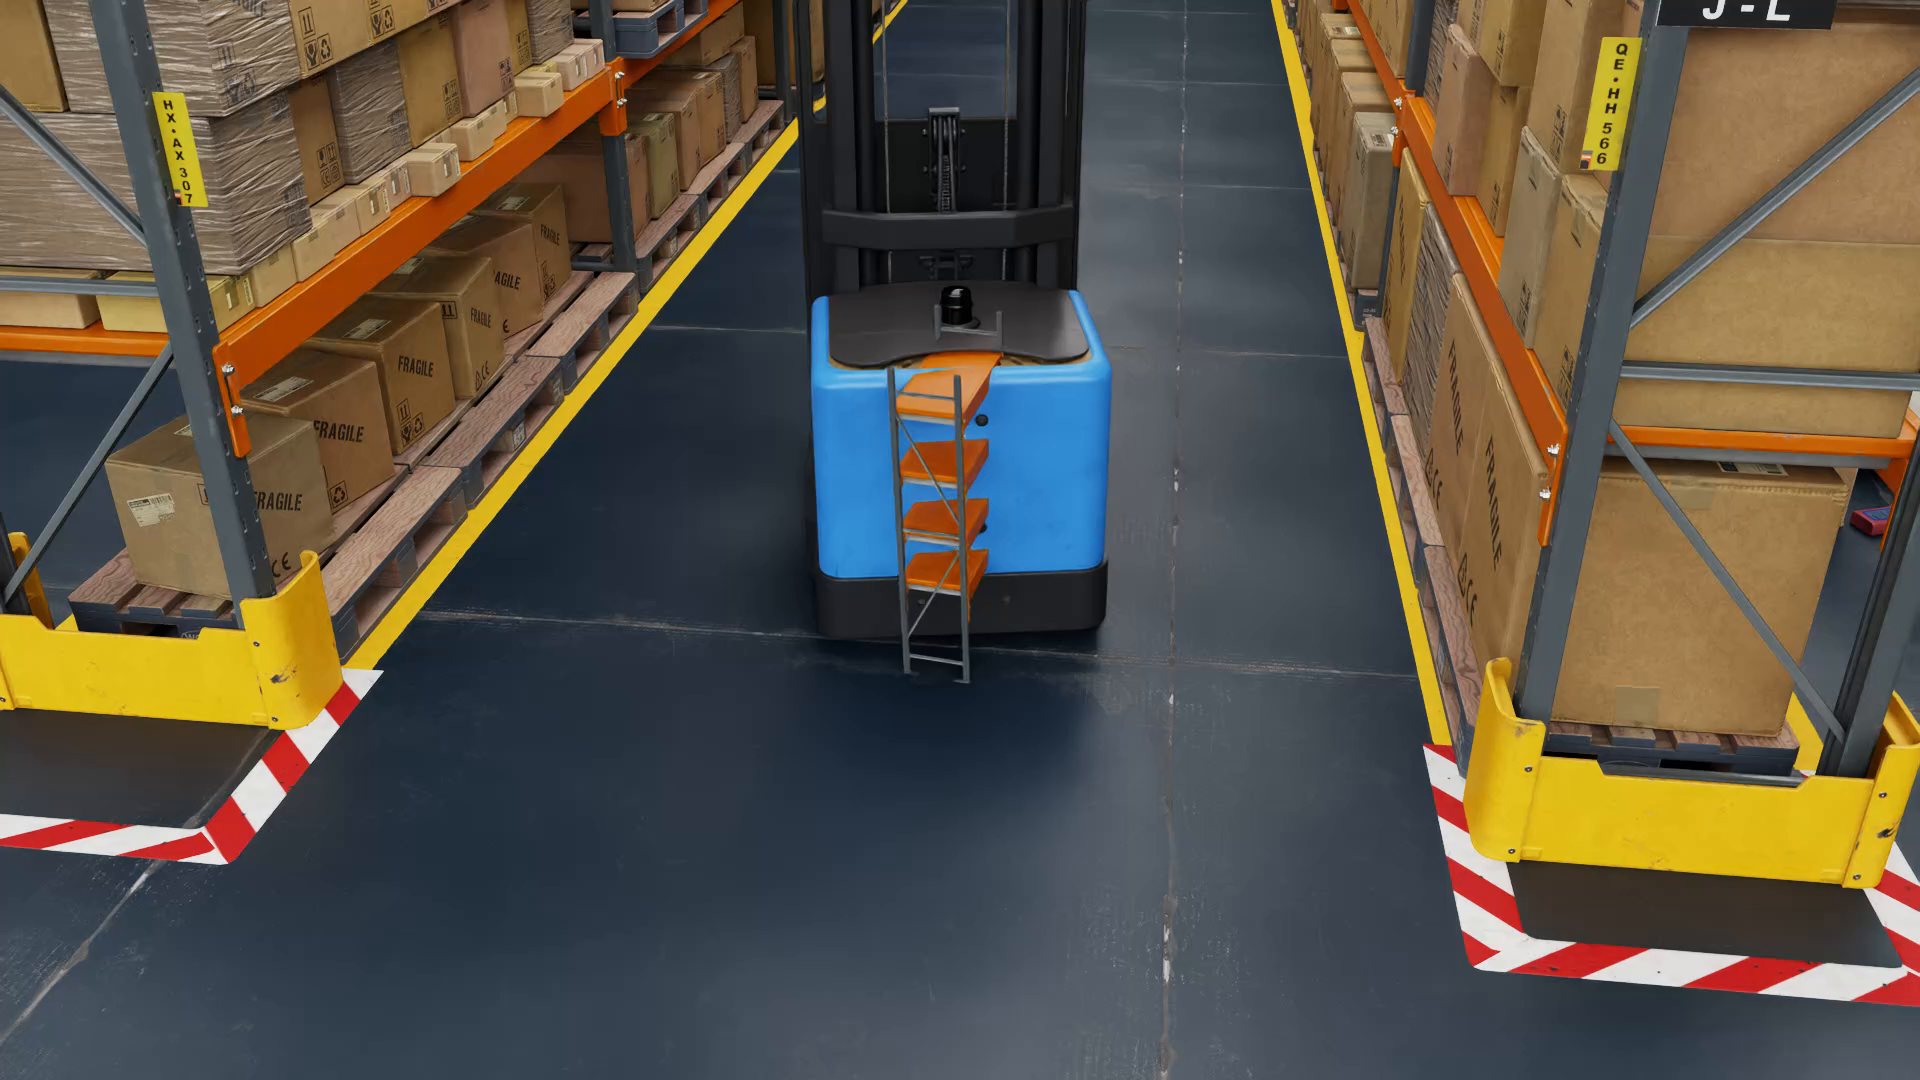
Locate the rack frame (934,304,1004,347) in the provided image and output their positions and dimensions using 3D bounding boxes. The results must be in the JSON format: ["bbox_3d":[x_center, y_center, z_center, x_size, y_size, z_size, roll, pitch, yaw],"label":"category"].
[{"bbox_3d":[0.045,-0.273,5.924,0.240,1.200,0.015,8,34,15],"label":"rack frame"}]

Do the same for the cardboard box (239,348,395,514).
[{"bbox_3d":[-2.629,-0.421,6.561,0.500,0.500,0.500,11,30,19],"label":"cardboard box"}]

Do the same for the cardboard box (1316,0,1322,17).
[{"bbox_3d":[3.004,-4.180,12.749,0.500,0.250,0.500,4,29,7],"label":"cardboard box"}]

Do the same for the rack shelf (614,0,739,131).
[{"bbox_3d":[-2.026,-3.268,10.411,1.077,0.370,4.000,3,28,6],"label":"rack shelf"}]

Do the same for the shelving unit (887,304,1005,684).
[{"bbox_3d":[-0.026,-0.146,5.727,0.258,1.200,0.503,8,34,15],"label":"shelving unit"}]

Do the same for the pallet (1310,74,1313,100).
[{"bbox_3d":[3.227,-3.330,12.709,1.003,0.211,1.213,3,28,6],"label":"pallet"}]

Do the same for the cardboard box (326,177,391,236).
[{"bbox_3d":[-2.347,-1.239,6.153,0.380,0.149,0.250,3,28,6],"label":"cardboard box"}]

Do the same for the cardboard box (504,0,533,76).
[{"bbox_3d":[-2.484,-2.376,7.579,0.875,0.500,0.500,3,28,6],"label":"cardboard box"}]

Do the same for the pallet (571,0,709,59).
[{"bbox_3d":[-2.033,-2.910,9.191,1.003,0.211,1.213,3,28,6],"label":"pallet"}]

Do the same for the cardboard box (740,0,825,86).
[{"bbox_3d":[-1.676,-4.099,12.993,1.225,0.875,0.875,2,28,4],"label":"cardboard box"}]

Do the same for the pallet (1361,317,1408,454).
[{"bbox_3d":[2.469,-0.726,7.875,1.003,0.211,1.213,3,28,6],"label":"pallet"}]

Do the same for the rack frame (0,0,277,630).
[{"bbox_3d":[-2.761,-0.760,4.998,1.000,3.000,0.127,3,28,6],"label":"rack frame"}]

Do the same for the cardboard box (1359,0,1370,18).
[{"bbox_3d":[2.622,-3.327,9.658,0.500,0.500,0.500,3,28,6],"label":"cardboard box"}]

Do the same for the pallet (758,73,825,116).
[{"bbox_3d":[-1.609,-3.665,13.330,1.003,0.211,1.213,3,28,6],"label":"pallet"}]

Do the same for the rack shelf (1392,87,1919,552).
[{"bbox_3d":[2.394,-1.049,6.293,1.077,0.370,4.000,3,28,6],"label":"rack shelf"}]

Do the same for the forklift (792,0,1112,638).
[{"bbox_3d":[-0.095,-1.605,6.639,1.130,2.935,3.031,-2,28,-4],"label":"forklift"}]

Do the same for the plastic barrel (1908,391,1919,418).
[{"bbox_3d":[4.023,-0.550,7.324,0.421,0.421,0.512,-24,36,-37],"label":"plastic barrel"}]

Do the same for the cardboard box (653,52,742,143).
[{"bbox_3d":[-1.898,-3.041,11.403,0.700,0.500,0.500,1,28,2],"label":"cardboard box"}]

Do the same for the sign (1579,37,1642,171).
[{"bbox_3d":[1.612,-1.076,4.115,0.100,0.325,0.005,3,28,6],"label":"sign"}]

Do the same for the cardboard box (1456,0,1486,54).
[{"bbox_3d":[2.405,-2.165,6.310,0.875,0.550,0.550,3,28,6],"label":"cardboard box"}]

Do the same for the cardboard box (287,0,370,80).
[{"bbox_3d":[-2.355,-1.853,5.554,0.500,0.500,0.500,3,28,6],"label":"cardboard box"}]

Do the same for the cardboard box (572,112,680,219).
[{"bbox_3d":[-2.097,-2.247,9.931,0.700,0.500,0.500,3,28,6],"label":"cardboard box"}]

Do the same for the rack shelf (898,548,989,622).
[{"bbox_3d":[-0.018,0.078,5.869,0.258,0.148,0.480,8,34,15],"label":"rack shelf"}]

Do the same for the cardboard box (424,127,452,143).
[{"bbox_3d":[-2.310,-1.596,6.814,0.380,0.149,0.250,3,28,6],"label":"cardboard box"}]

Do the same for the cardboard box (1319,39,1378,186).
[{"bbox_3d":[2.862,-2.691,10.512,1.050,0.750,0.750,4,29,7],"label":"cardboard box"}]

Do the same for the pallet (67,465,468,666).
[{"bbox_3d":[-2.617,0.051,6.432,1.003,0.211,1.213,3,28,6],"label":"pallet"}]

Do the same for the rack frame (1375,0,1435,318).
[{"bbox_3d":[2.639,-2.307,7.870,1.000,3.000,0.127,3,28,6],"label":"rack frame"}]

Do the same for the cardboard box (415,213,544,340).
[{"bbox_3d":[-2.422,-1.271,8.140,0.500,0.500,0.500,13,31,22],"label":"cardboard box"}]

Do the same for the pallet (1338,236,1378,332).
[{"bbox_3d":[2.659,-1.447,9.214,1.003,0.211,1.213,3,28,6],"label":"pallet"}]

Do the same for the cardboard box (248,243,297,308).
[{"bbox_3d":[-2.440,-0.886,5.498,0.380,0.149,0.250,3,28,6],"label":"cardboard box"}]

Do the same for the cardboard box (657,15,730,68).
[{"bbox_3d":[-1.888,-3.382,11.246,0.500,0.250,0.500,7,29,12],"label":"cardboard box"}]

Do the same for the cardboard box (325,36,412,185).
[{"bbox_3d":[-2.620,-1.668,6.264,0.875,0.500,0.500,3,28,6],"label":"cardboard box"}]

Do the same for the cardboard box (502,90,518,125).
[{"bbox_3d":[-2.217,-1.949,7.469,0.380,0.149,0.250,3,28,6],"label":"cardboard box"}]

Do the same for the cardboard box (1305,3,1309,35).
[{"bbox_3d":[3.152,-4.328,13.814,0.500,0.500,0.500,4,29,7],"label":"cardboard box"}]

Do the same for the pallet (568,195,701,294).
[{"bbox_3d":[-2.177,-1.782,9.835,1.003,0.211,1.213,3,28,6],"label":"pallet"}]

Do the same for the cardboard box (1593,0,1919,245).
[{"bbox_3d":[2.233,-1.138,4.403,0.875,0.550,0.550,3,28,6],"label":"cardboard box"}]

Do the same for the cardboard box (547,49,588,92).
[{"bbox_3d":[-2.046,-2.297,8.116,0.380,0.149,0.250,3,28,6],"label":"cardboard box"}]

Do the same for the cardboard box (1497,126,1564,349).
[{"bbox_3d":[2.195,-0.928,5.151,0.875,0.550,0.550,3,28,6],"label":"cardboard box"}]

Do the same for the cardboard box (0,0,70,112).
[{"bbox_3d":[-2.939,-1.649,5.174,0.500,0.500,0.500,3,28,6],"label":"cardboard box"}]

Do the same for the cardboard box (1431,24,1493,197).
[{"bbox_3d":[2.378,-1.691,6.569,0.875,0.550,0.550,3,28,6],"label":"cardboard box"}]

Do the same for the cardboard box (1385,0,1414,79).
[{"bbox_3d":[2.438,-2.612,8.331,0.500,0.500,0.500,3,28,6],"label":"cardboard box"}]

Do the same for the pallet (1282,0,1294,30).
[{"bbox_3d":[3.667,-5.163,16.112,1.003,0.211,1.213,3,28,6],"label":"pallet"}]

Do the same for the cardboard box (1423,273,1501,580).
[{"bbox_3d":[2.272,-0.411,6.148,0.875,0.875,0.875,3,28,5],"label":"cardboard box"}]
